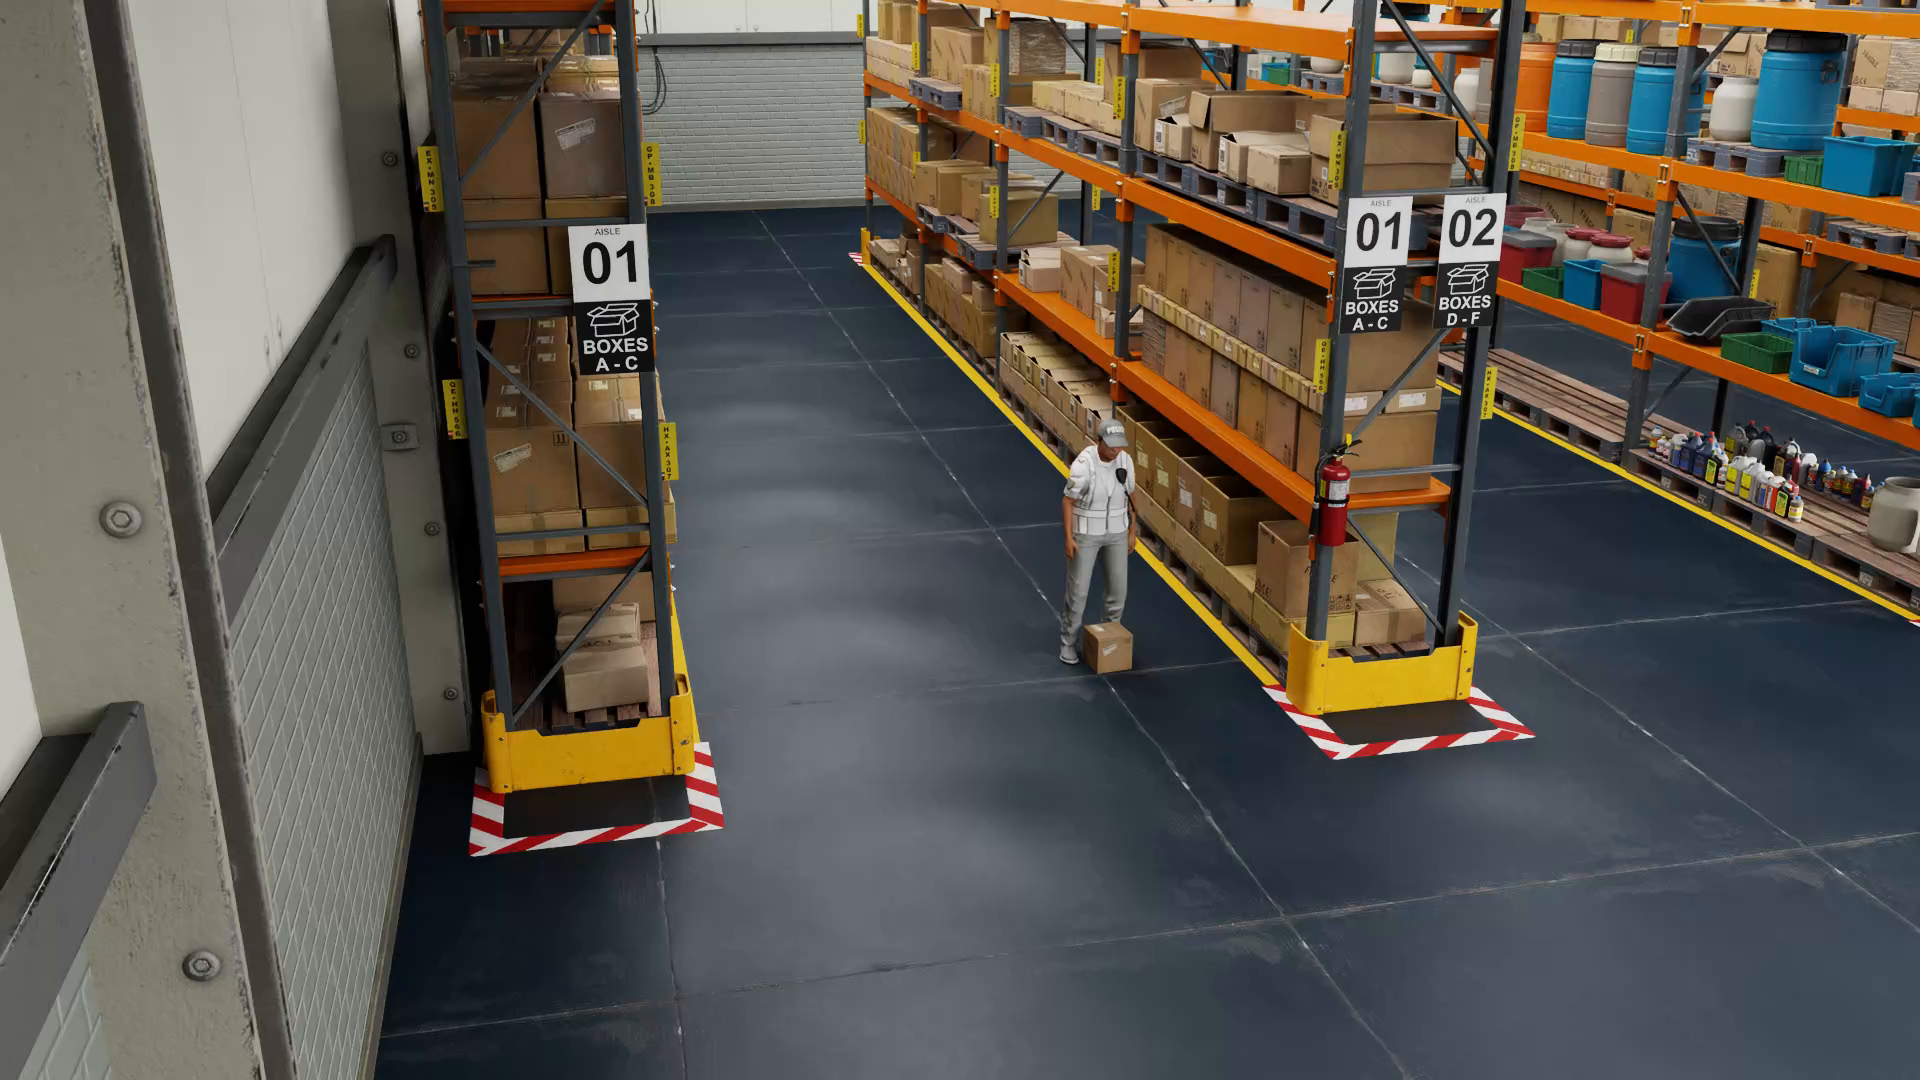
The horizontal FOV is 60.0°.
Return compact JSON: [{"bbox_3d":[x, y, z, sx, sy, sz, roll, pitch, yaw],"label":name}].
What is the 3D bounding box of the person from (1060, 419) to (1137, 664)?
[{"bbox_3d":[0.925,-0.015,11.106,0.563,1.665,0.471,-6,21,-17],"label":"person"}]
